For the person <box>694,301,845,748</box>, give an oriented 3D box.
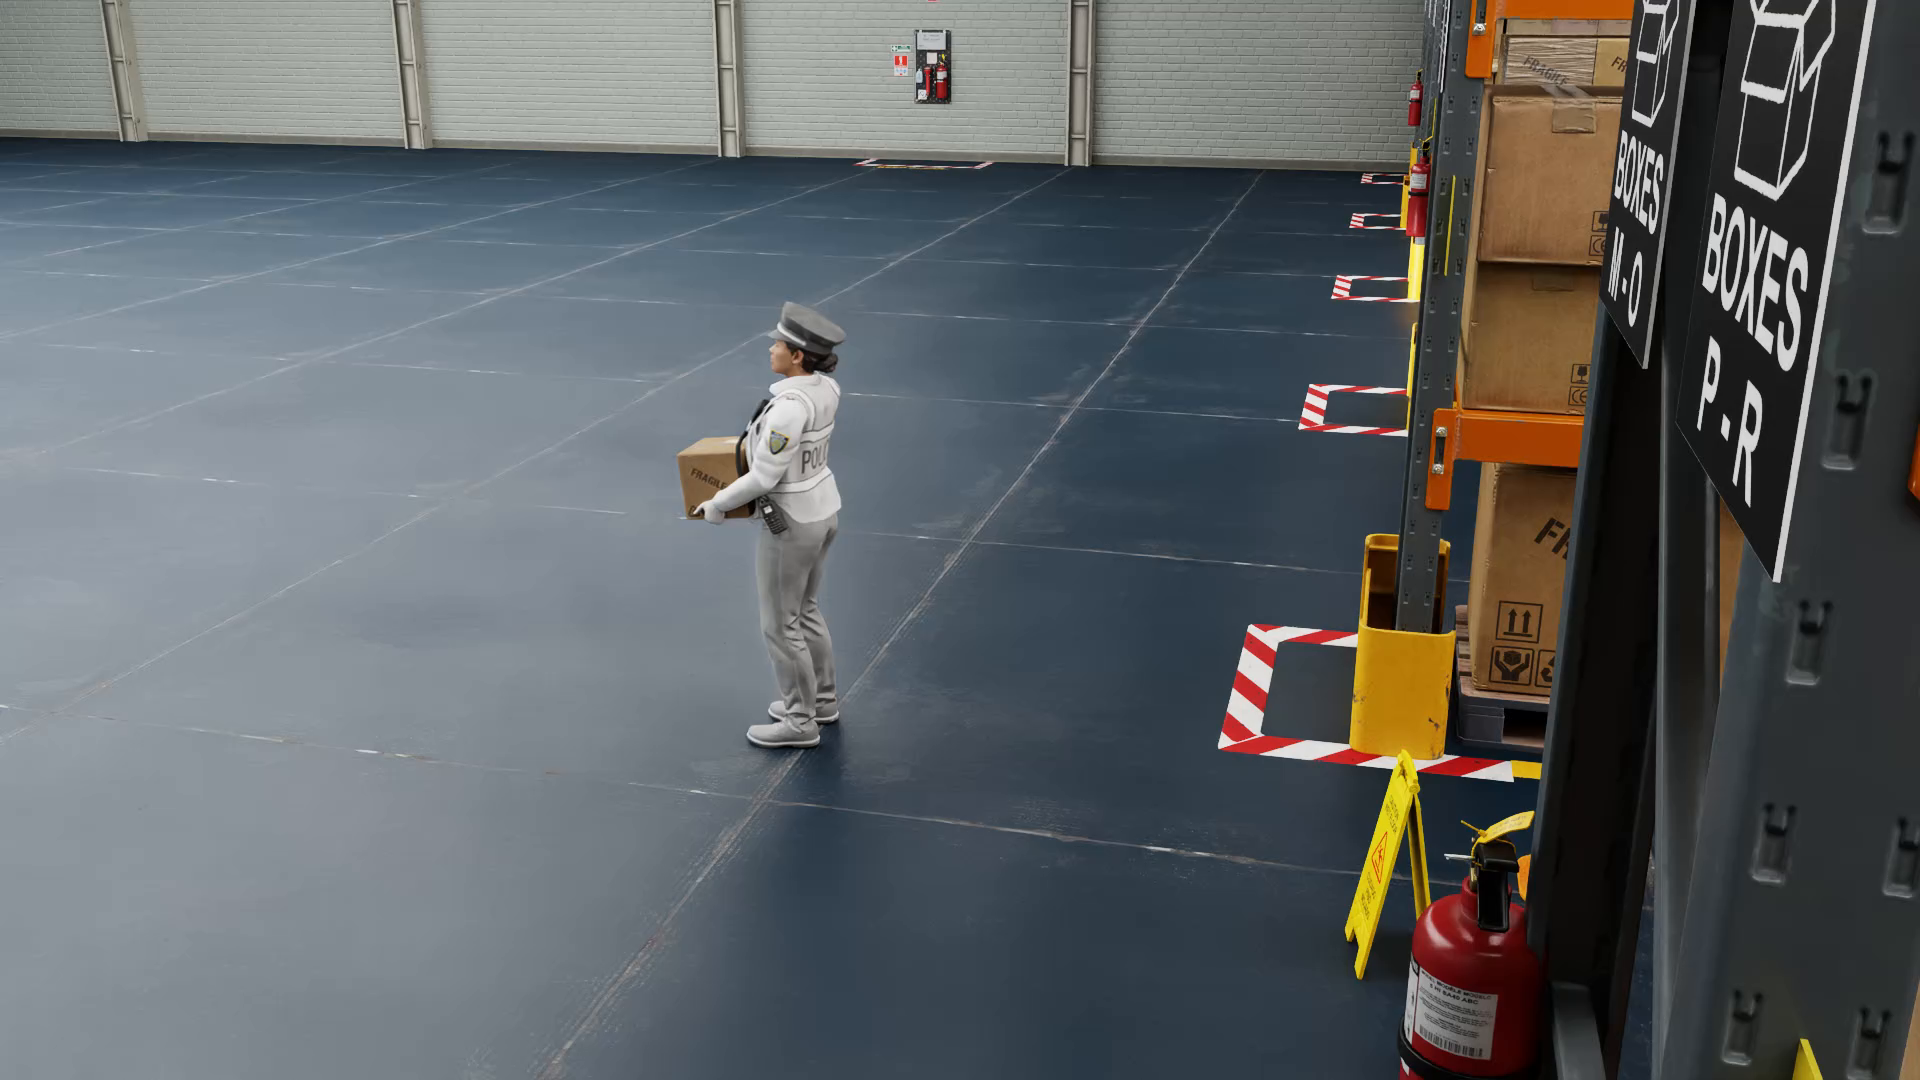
[{"bbox_3d":[-0.678,-0.059,6.194,0.556,1.687,0.460,5,19,14],"label":"person"}]
